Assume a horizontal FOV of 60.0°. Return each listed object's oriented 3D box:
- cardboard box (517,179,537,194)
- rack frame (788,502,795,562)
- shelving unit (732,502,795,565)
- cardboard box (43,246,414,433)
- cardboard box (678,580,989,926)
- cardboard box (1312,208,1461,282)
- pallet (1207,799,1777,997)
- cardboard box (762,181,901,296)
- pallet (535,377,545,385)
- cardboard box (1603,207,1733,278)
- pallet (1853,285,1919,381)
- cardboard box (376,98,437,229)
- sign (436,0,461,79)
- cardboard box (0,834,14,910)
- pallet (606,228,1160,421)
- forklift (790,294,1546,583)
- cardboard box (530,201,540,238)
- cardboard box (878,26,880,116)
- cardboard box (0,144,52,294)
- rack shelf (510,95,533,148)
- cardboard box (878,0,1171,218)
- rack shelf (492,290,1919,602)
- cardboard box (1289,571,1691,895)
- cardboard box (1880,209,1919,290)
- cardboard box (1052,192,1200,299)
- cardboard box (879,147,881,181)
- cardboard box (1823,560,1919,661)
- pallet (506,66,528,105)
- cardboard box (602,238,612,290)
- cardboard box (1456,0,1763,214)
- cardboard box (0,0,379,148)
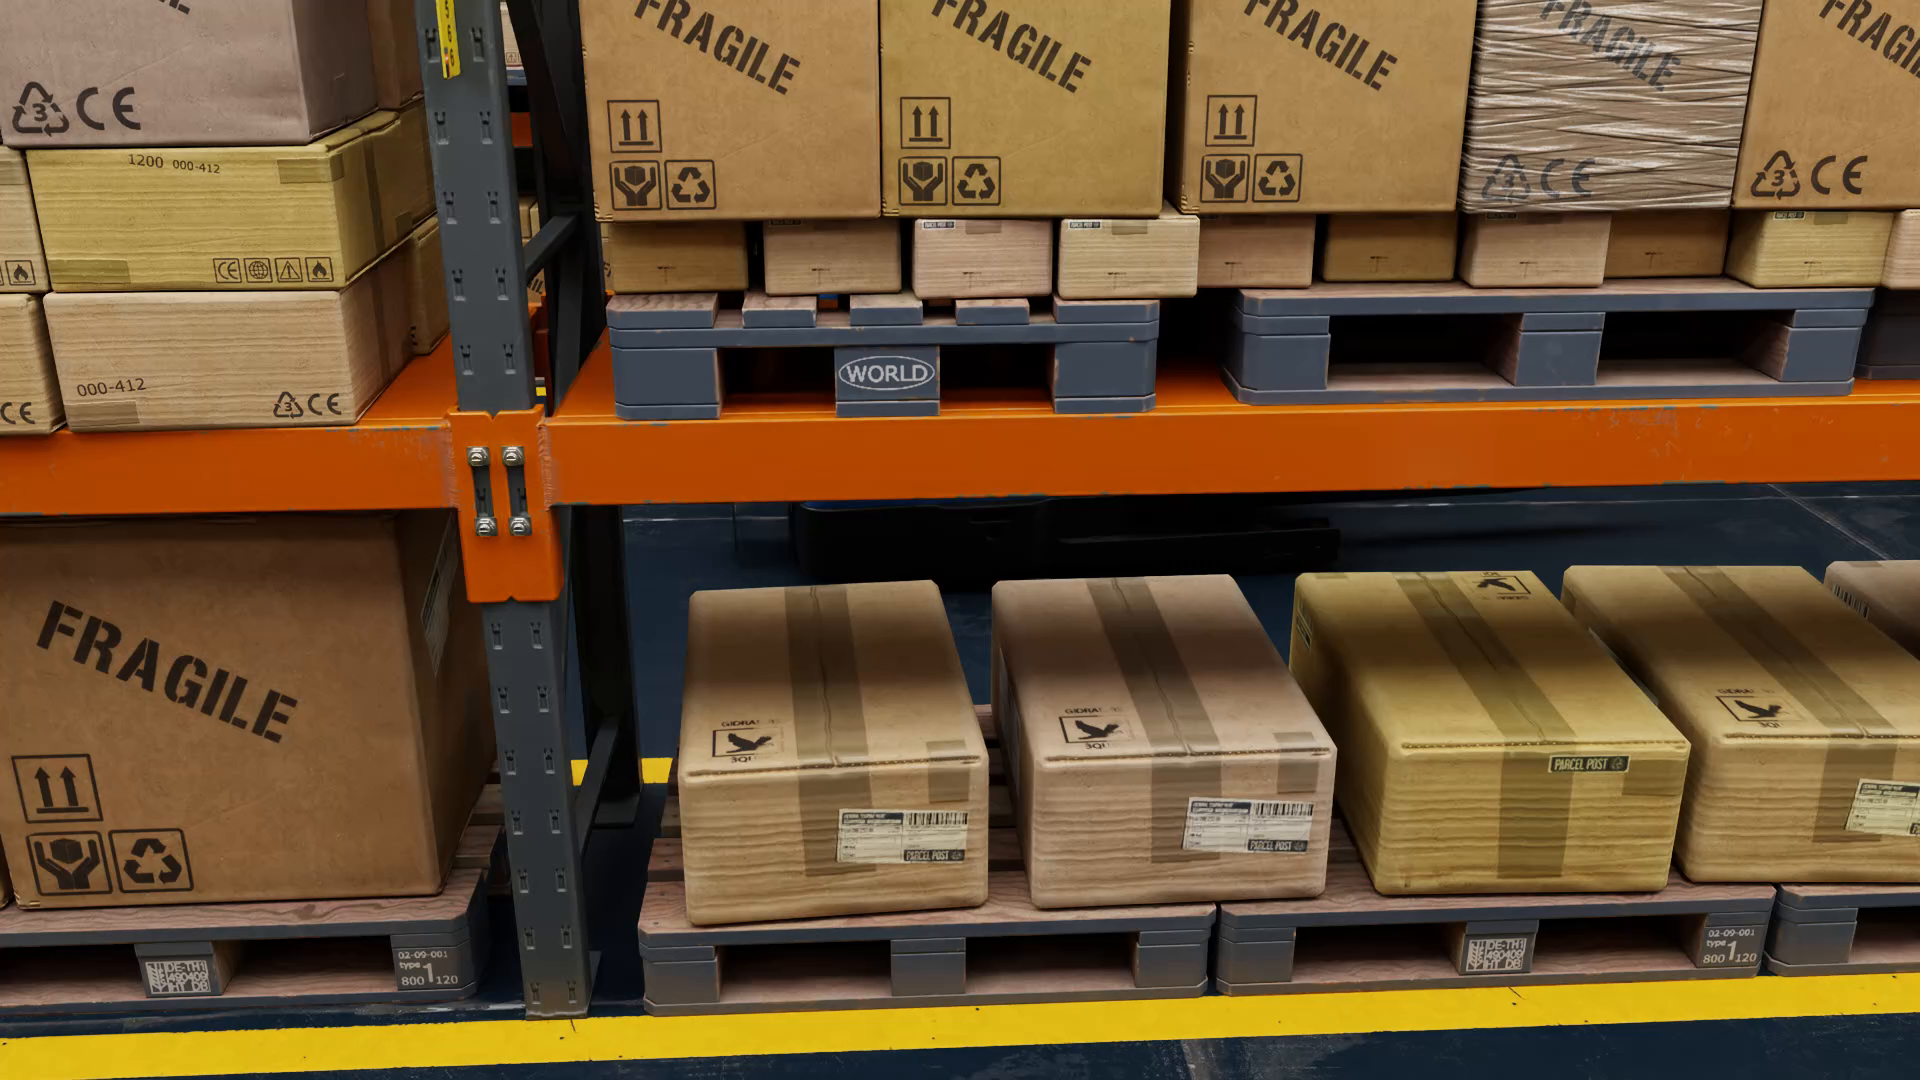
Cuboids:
[{"bbox_3d":[-2.210,-1.740,8.485,0.250,0.149,0.380,-1,21,-2],"label":"cardboard box"},{"bbox_3d":[-0.608,-0.385,5.868,0.006,0.900,0.240,-3,21,-8],"label":"rack frame"},{"bbox_3d":[-0.709,-0.380,5.853,0.210,0.900,0.258,-3,21,-8],"label":"shelving unit"},{"bbox_3d":[-1.364,-0.402,3.171,0.500,0.250,0.500,-2,21,-5],"label":"cardboard box"},{"bbox_3d":[-0.309,0.449,3.828,0.625,0.372,0.950,-3,21,-7],"label":"cardboard box"},{"bbox_3d":[0.813,-0.627,3.316,0.250,0.149,0.380,0,21,-1],"label":"cardboard box"},{"bbox_3d":[1.122,0.690,4.013,1.213,0.211,1.003,-1,21,-3],"label":"pallet"},{"bbox_3d":[-0.254,-0.588,3.212,0.250,0.149,0.380,-2,21,-6],"label":"cardboard box"},{"bbox_3d":[-1.908,-1.033,8.537,1.213,0.211,1.003,-1,21,-3],"label":"pallet"},{"bbox_3d":[1.334,-0.642,3.353,0.250,0.149,0.380,-2,21,-5],"label":"cardboard box"},{"bbox_3d":[2.349,-0.602,3.756,1.213,0.211,1.003,-1,21,-3],"label":"pallet"},{"bbox_3d":[-1.394,-0.815,3.555,0.500,0.250,0.500,-1,21,-3],"label":"cardboard box"},{"bbox_3d":[-0.839,-0.918,2.690,0.005,0.325,0.100,-1,21,-3],"label":"sign"},{"bbox_3d":[-2.459,0.223,3.714,0.875,0.875,0.875,-1,21,-2],"label":"cardboard box"},{"bbox_3d":[-0.168,-0.537,3.585,1.003,0.211,1.213,-1,21,-3],"label":"pallet"},{"bbox_3d":[0.886,-1.437,5.777,3.031,2.935,1.130,-3,21,-8],"label":"forklift"},{"bbox_3d":[-1.910,-1.552,7.994,0.250,0.149,0.380,-2,21,-6],"label":"cardboard box"},{"bbox_3d":[0.080,-1.079,3.590,0.500,0.500,0.500,-1,21,-4],"label":"cardboard box"},{"bbox_3d":[-1.854,-0.626,3.058,0.500,0.250,0.500,-2,21,-4],"label":"cardboard box"},{"bbox_3d":[-3.157,-1.961,8.066,4.000,0.370,1.077,-1,21,-3],"label":"rack shelf"},{"bbox_3d":[0.109,-0.896,3.111,0.500,0.500,0.500,0,21,0],"label":"cardboard box"},{"bbox_3d":[1.123,-0.279,3.649,4.000,0.370,1.077,-1,21,-3],"label":"rack shelf"},{"bbox_3d":[1.185,0.418,3.910,0.625,0.372,0.950,0,21,-1],"label":"cardboard box"},{"bbox_3d":[1.848,-0.602,3.251,0.250,0.149,0.380,-1,21,-3],"label":"cardboard box"},{"bbox_3d":[0.297,-0.575,3.178,0.250,0.149,0.380,-1,21,-3],"label":"cardboard box"},{"bbox_3d":[-0.296,-0.775,3.703,0.250,0.149,0.380,-1,21,-2],"label":"cardboard box"},{"bbox_3d":[2.596,0.388,3.990,0.625,0.372,0.950,-1,21,-2],"label":"cardboard box"},{"bbox_3d":[-1.833,-2.209,7.978,1.003,0.211,1.213,-1,21,-3],"label":"pallet"},{"bbox_3d":[-1.570,-1.281,8.192,0.500,0.500,0.500,-1,21,-1],"label":"cardboard box"},{"bbox_3d":[1.138,-0.917,3.165,0.500,0.500,0.500,-2,21,-5],"label":"cardboard box"},{"bbox_3d":[-1.375,-0.985,2.947,0.500,0.500,0.500,-2,21,-5],"label":"cardboard box"}]
